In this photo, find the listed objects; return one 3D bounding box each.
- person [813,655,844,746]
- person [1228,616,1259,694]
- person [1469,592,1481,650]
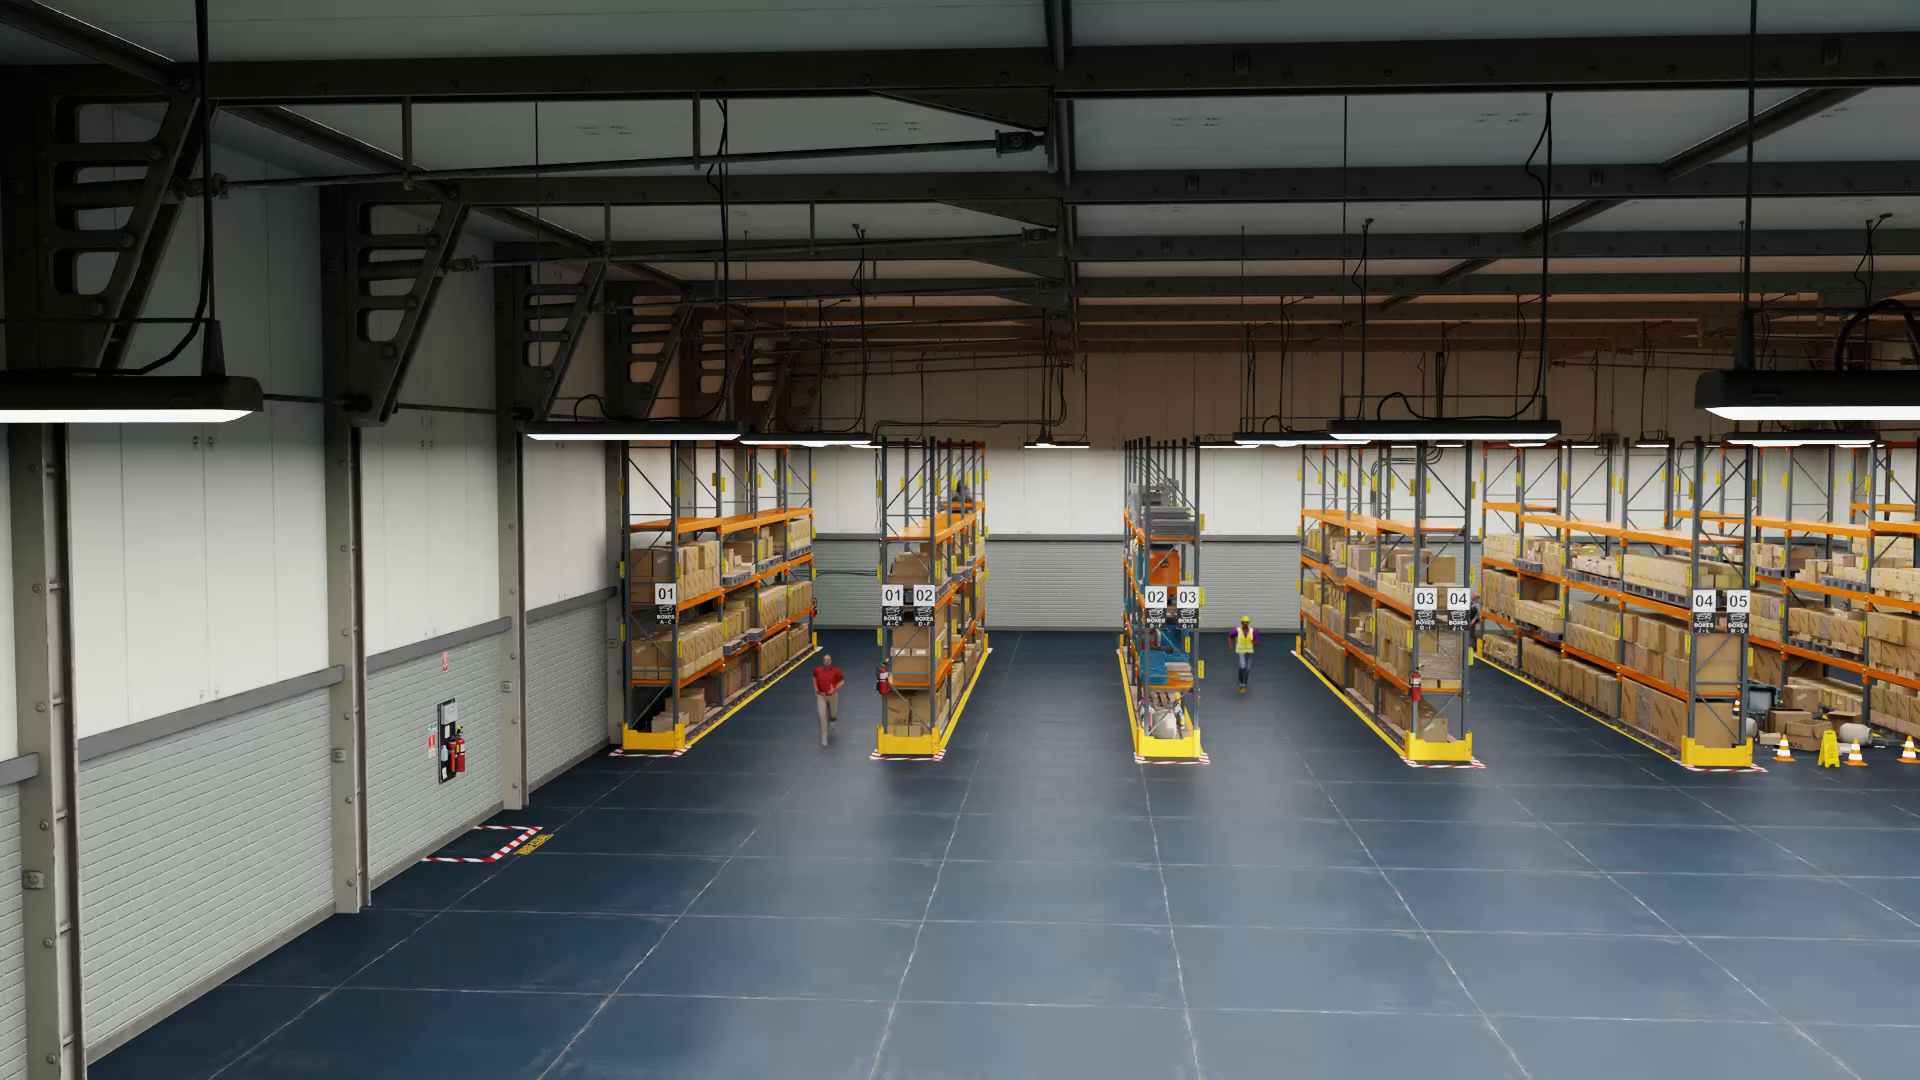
[{"bbox_3d":[-2.594,3.133,32.820,0.631,1.748,1.134,0,3,-4],"label":"person"},{"bbox_3d":[6.771,2.712,39.559,0.678,1.804,0.773,0,3,-6],"label":"person"},{"bbox_3d":[14.615,2.353,47.605,0.673,1.730,0.696,1,3,20],"label":"person"}]
